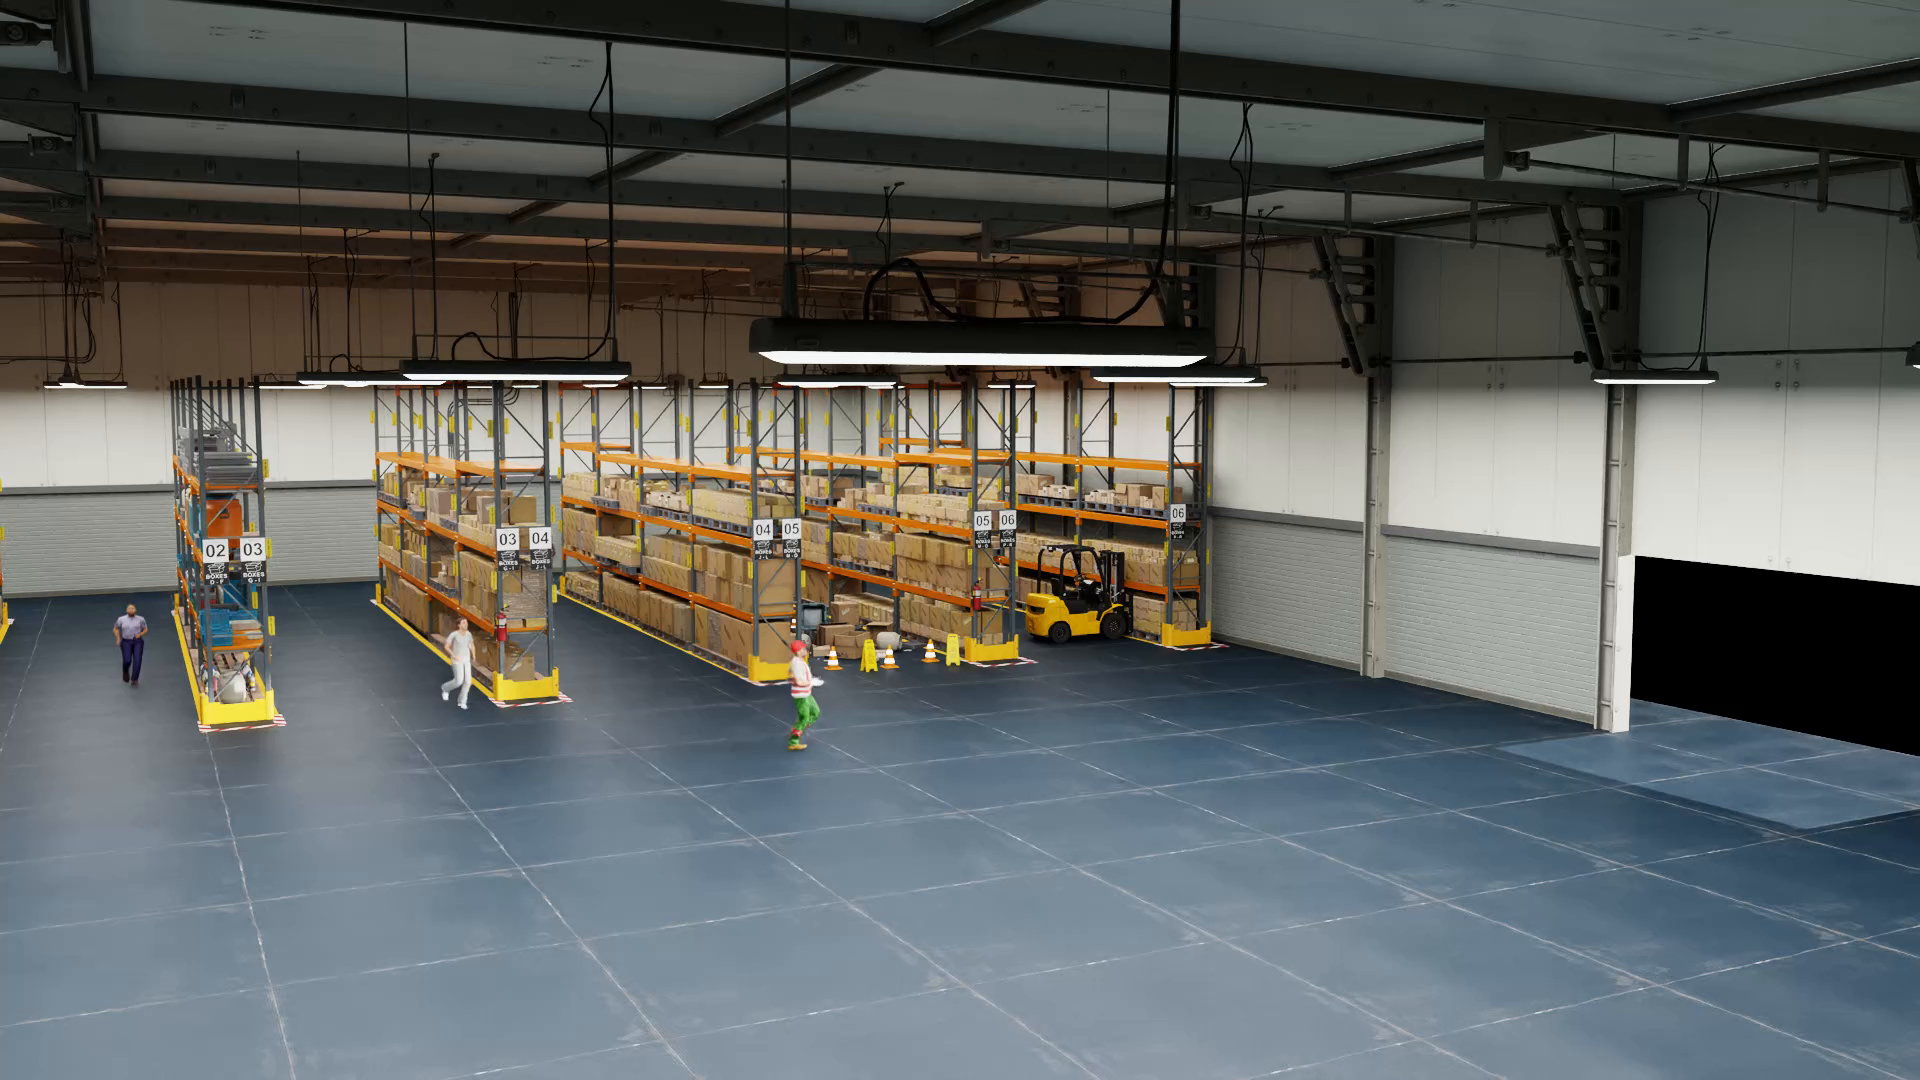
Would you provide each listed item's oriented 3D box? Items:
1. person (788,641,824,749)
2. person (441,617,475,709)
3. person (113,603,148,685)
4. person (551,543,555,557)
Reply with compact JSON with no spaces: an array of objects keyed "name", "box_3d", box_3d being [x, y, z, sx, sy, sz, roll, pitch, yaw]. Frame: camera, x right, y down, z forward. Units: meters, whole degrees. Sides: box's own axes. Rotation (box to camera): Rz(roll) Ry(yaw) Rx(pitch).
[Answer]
[{"name":"person","box_3d":[-2.466,2.474,26.557,0.604,1.750,0.640,0,5,-1]},{"name":"person","box_3d":[-9.127,2.225,30.380,0.682,1.656,0.594,4,6,38]},{"name":"person","box_3d":[-16.118,2.038,32.370,0.593,1.599,0.559,-3,6,-31]},{"name":"person","box_3d":[-12.118,0.601,48.298,0.646,1.677,0.782,-2,5,-19]}]
